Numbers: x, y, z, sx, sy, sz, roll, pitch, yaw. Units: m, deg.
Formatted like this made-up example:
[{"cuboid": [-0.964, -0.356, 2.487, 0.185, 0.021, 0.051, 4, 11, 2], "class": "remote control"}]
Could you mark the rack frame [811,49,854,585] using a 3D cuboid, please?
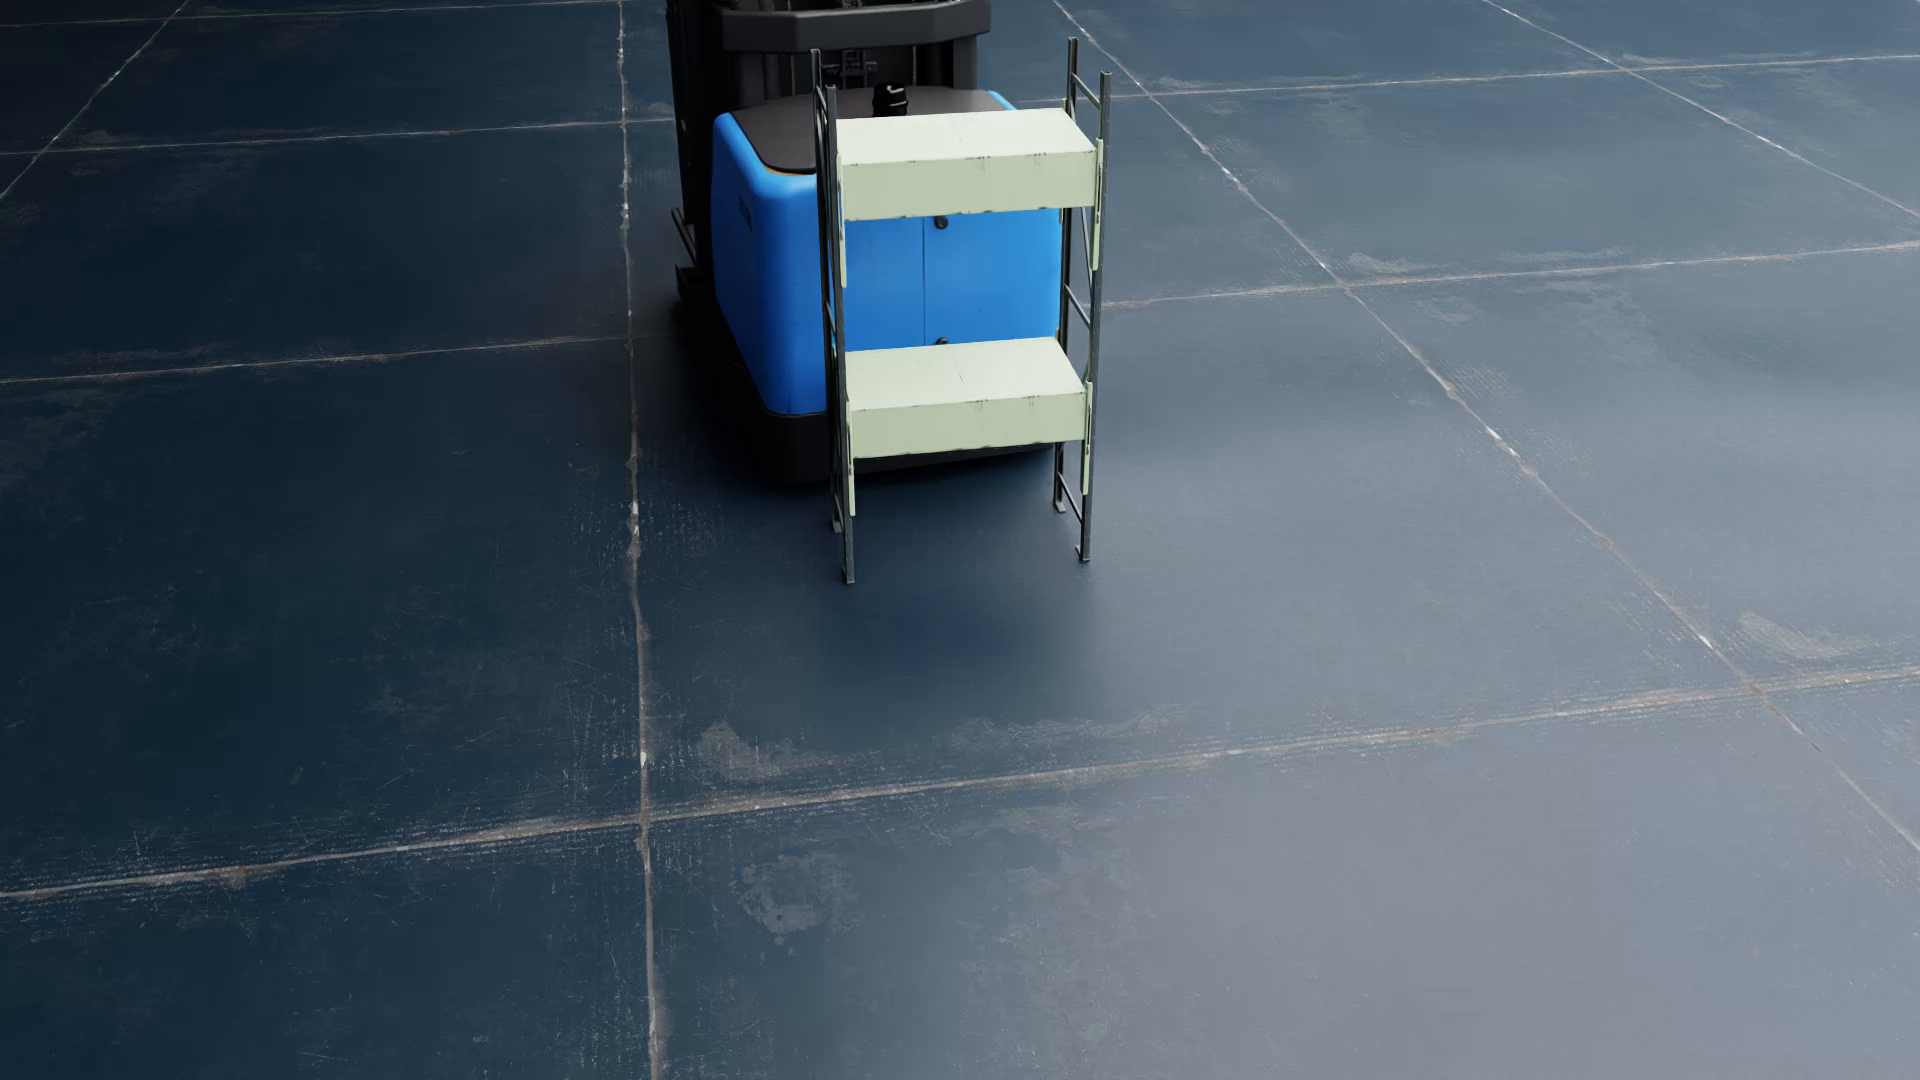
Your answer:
[{"cuboid": [-0.367, -0.612, 4.812, 0.023, 1.500, 0.400, -5, 31, -9], "class": "rack frame"}]

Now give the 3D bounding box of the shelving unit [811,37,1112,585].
[{"cuboid": [-0.007, -0.646, 4.869, 0.755, 1.500, 0.431, -5, 31, -9], "class": "shelving unit"}]

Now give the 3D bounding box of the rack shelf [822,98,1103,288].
[{"cuboid": [-0.007, -0.982, 4.671, 0.720, 0.370, 0.431, -5, 31, -9], "class": "rack shelf"}]

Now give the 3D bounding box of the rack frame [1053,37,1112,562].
[{"cuboid": [0.353, -0.679, 4.926, 0.023, 1.500, 0.400, -5, 31, -9], "class": "rack frame"}]

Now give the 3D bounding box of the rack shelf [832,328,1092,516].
[{"cuboid": [-0.007, -0.365, 5.034, 0.720, 0.370, 0.431, -5, 31, -9], "class": "rack shelf"}]

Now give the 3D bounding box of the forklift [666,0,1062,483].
[{"cuboid": [-0.543, -2.185, 6.074, 1.130, 2.935, 3.031, -9, 32, -14], "class": "forklift"}]
